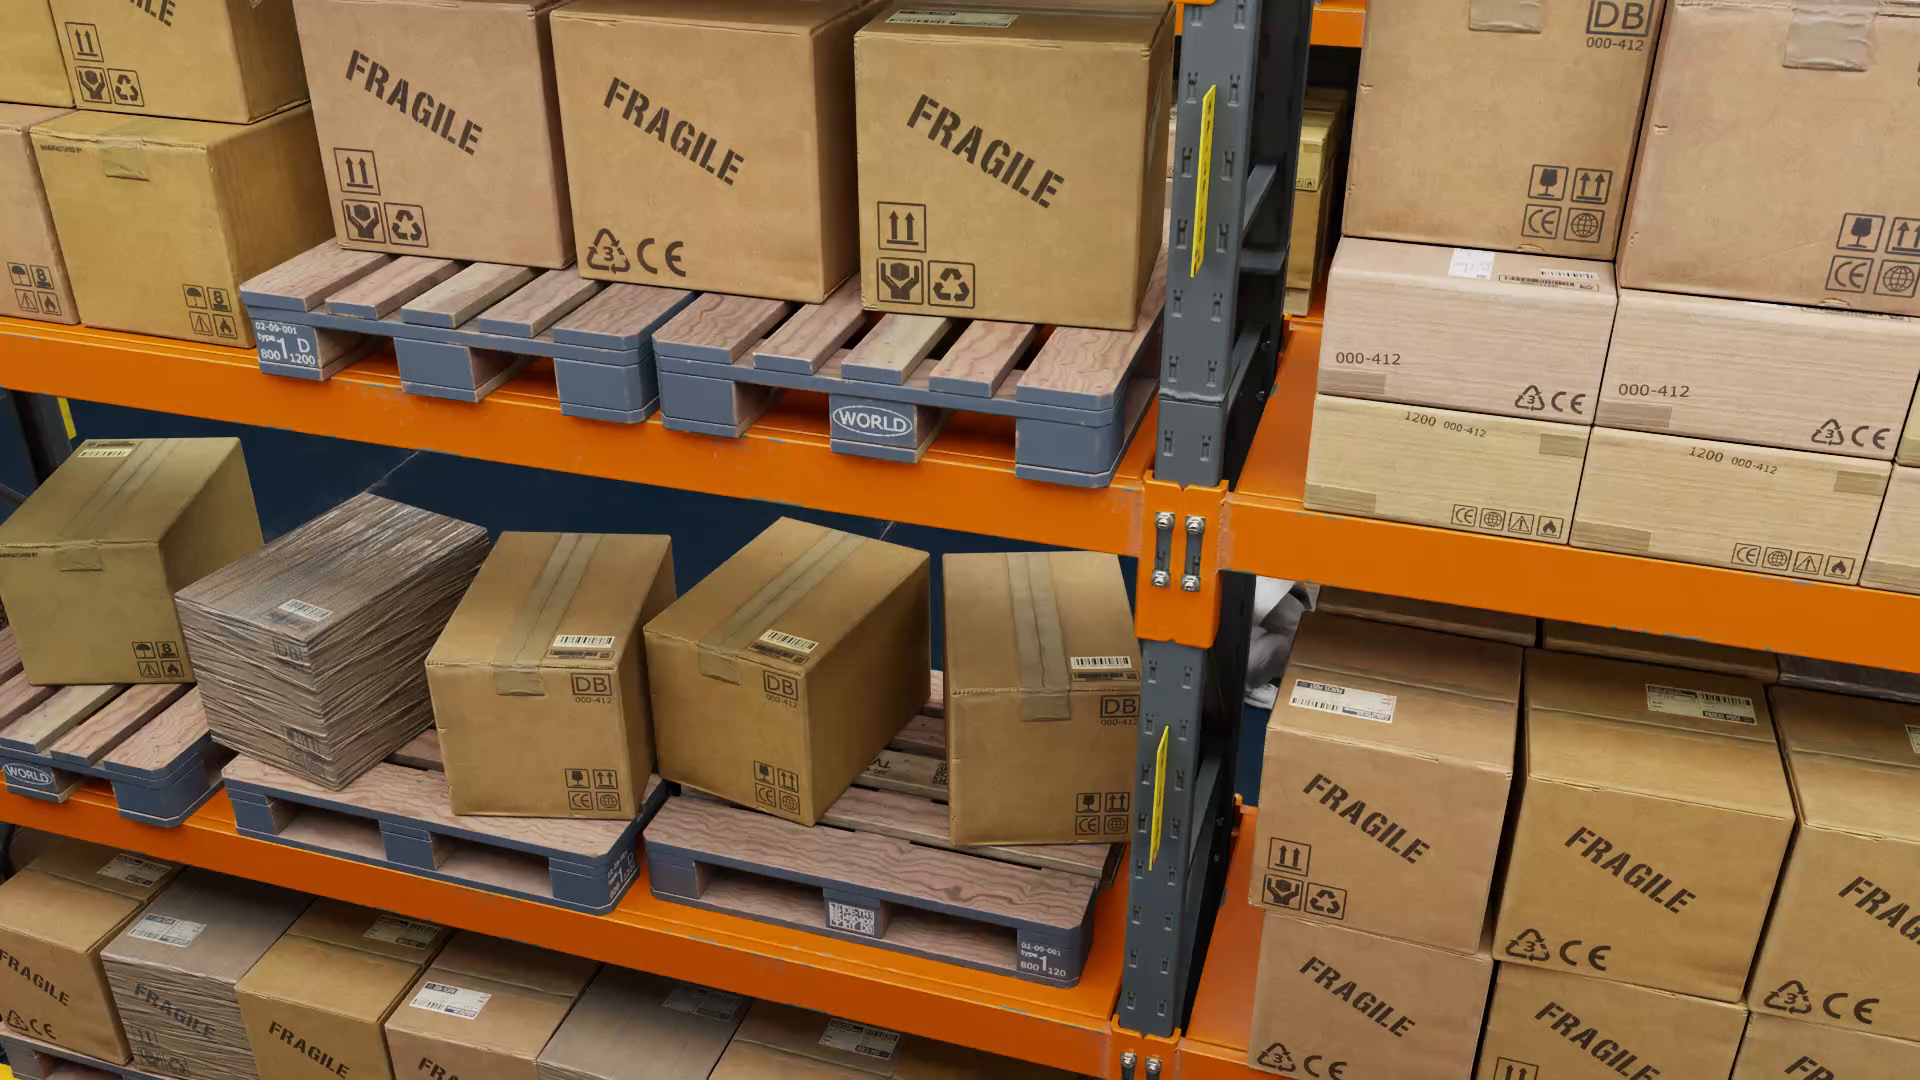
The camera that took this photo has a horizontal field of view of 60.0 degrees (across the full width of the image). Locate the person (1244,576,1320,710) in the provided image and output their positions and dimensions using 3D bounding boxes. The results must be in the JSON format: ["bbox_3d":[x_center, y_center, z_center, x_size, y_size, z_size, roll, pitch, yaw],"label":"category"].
[{"bbox_3d":[1.450,0.141,7.474,0.814,1.211,0.628,8,30,15],"label":"person"}]
